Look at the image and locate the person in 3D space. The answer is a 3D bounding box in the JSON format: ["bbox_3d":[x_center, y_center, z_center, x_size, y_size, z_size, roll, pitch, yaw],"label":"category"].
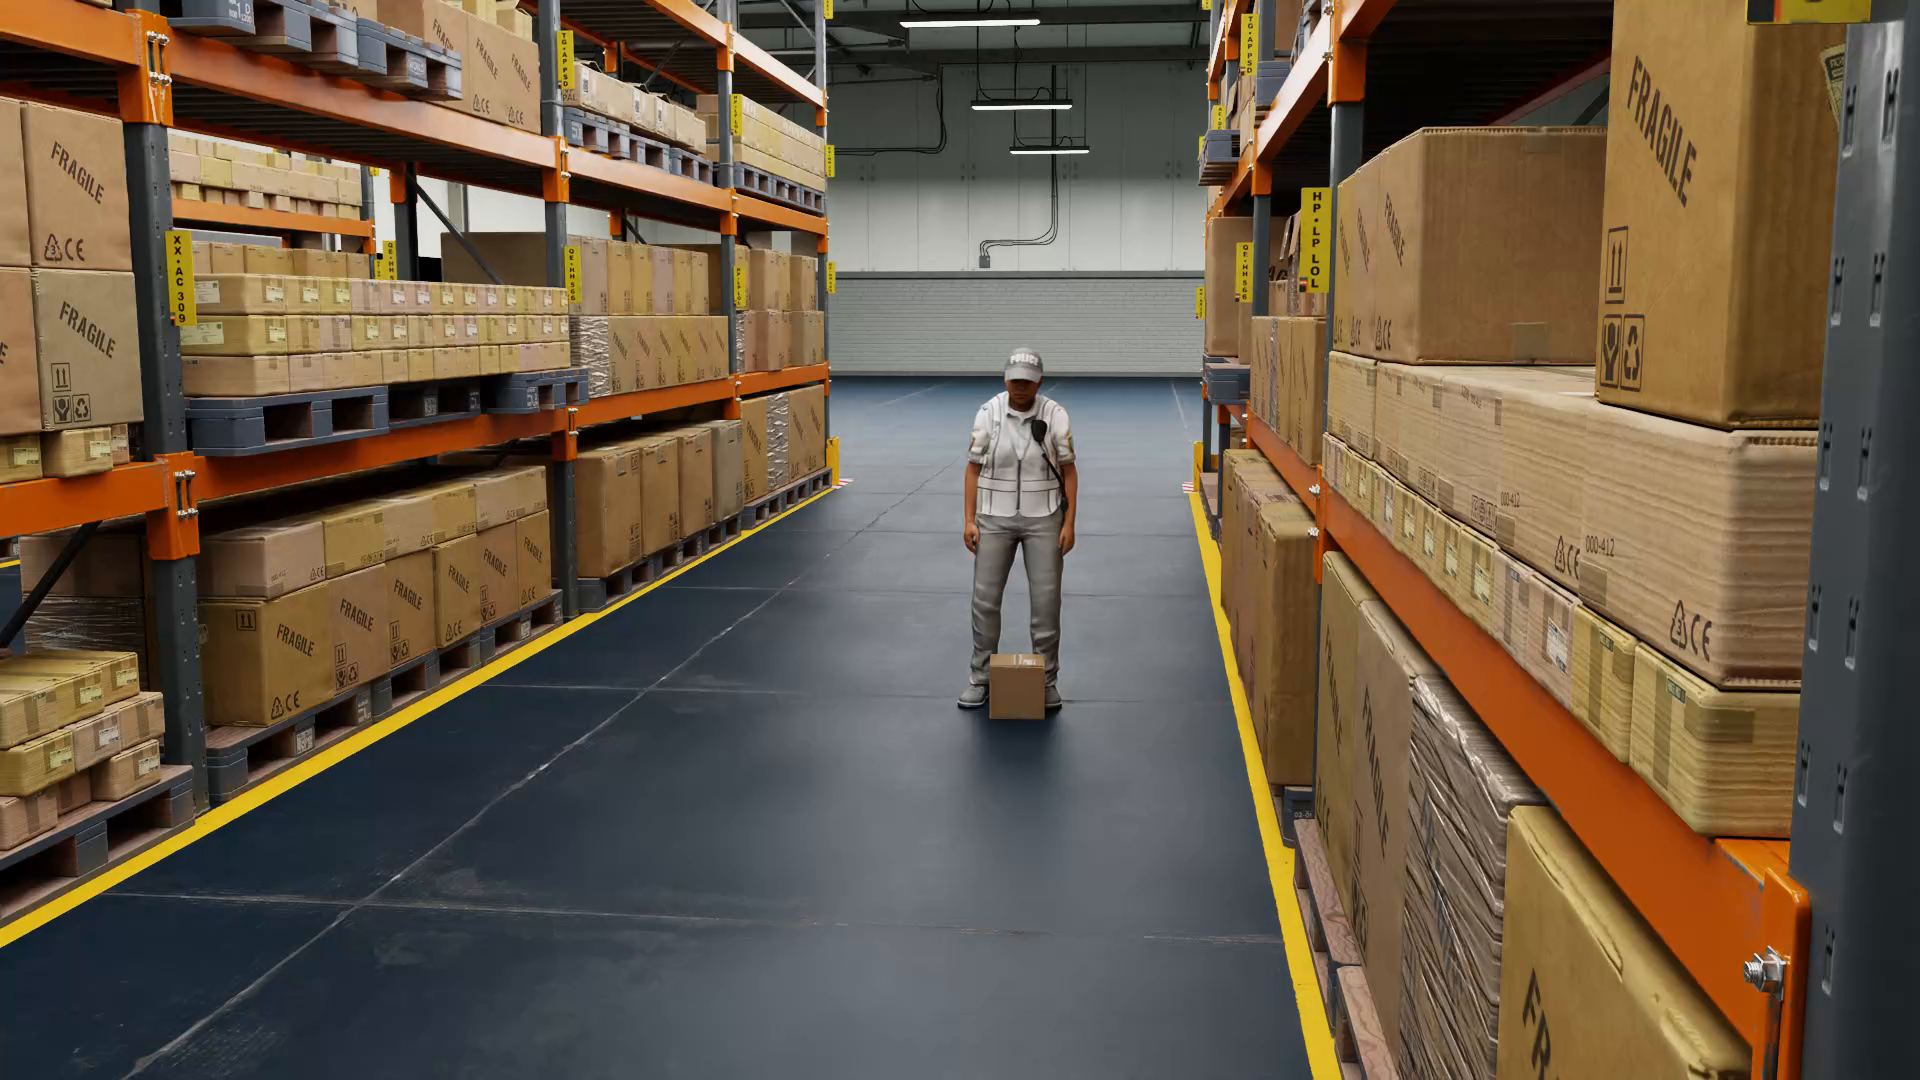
[{"bbox_3d":[0.269,-0.060,7.720,0.545,1.666,0.471,1,8,6],"label":"person"}]
